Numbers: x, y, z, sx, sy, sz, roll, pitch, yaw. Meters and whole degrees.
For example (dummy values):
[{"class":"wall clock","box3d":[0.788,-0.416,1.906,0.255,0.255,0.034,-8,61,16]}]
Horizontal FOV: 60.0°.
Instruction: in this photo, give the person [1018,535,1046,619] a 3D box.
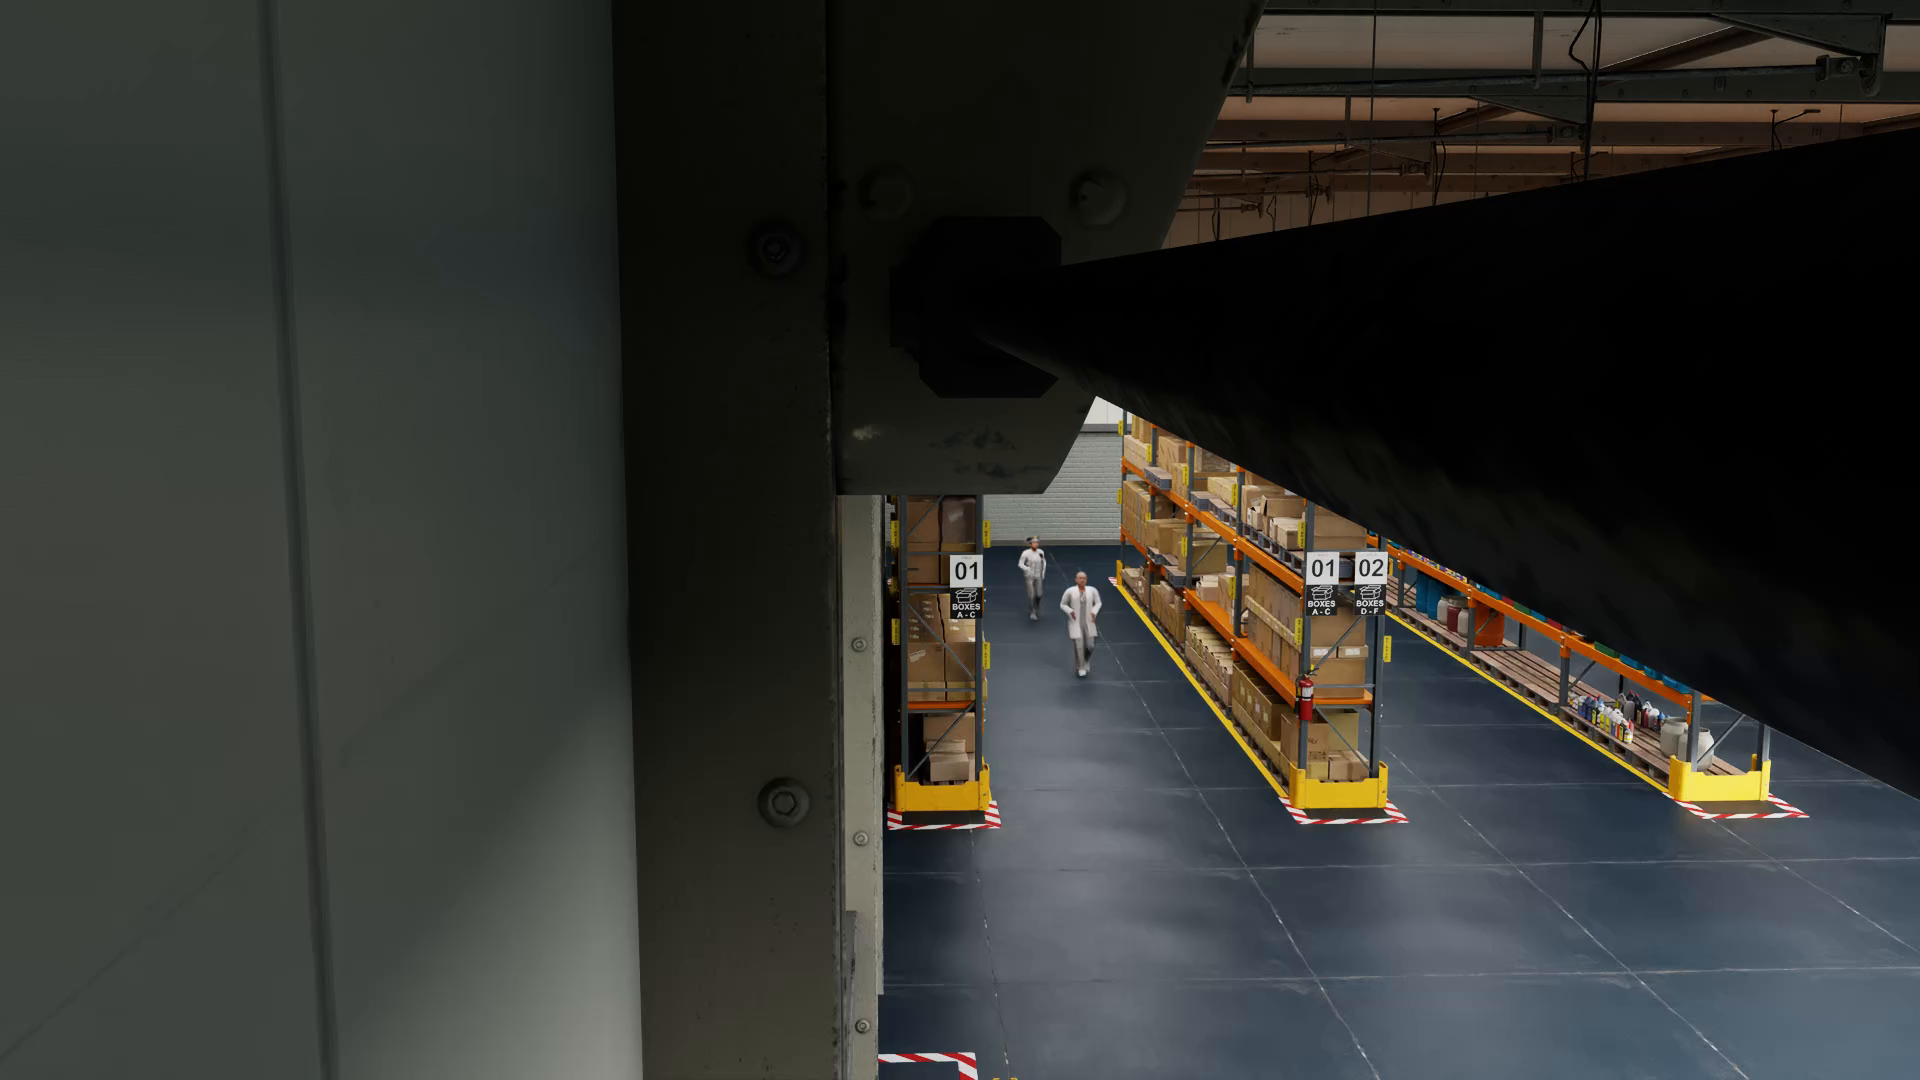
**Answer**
[{"class":"person","box3d":[1.442,0.733,32.430,0.598,1.662,0.530,-2,9,-13]}]

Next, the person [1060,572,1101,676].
[{"class":"person","box3d":[2.026,1.397,27.710,0.708,1.733,0.641,-1,8,-6]}]
